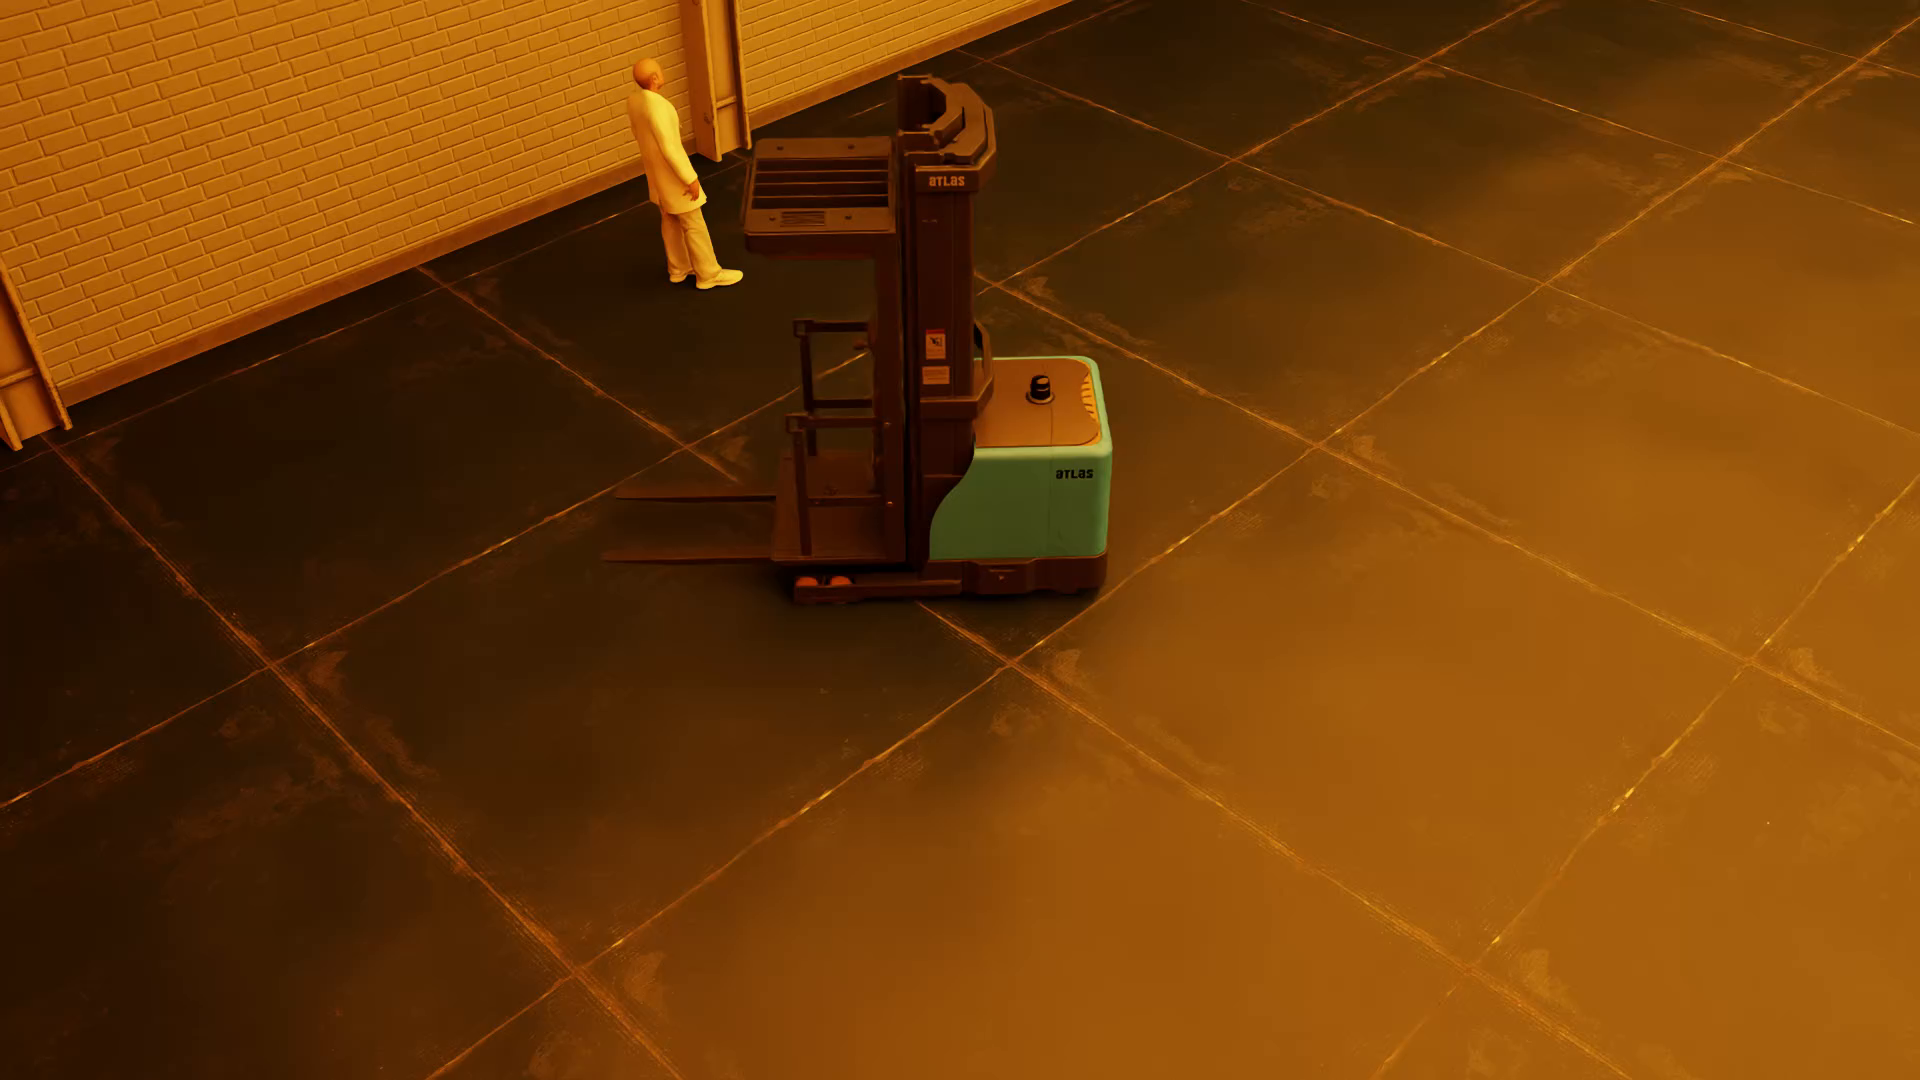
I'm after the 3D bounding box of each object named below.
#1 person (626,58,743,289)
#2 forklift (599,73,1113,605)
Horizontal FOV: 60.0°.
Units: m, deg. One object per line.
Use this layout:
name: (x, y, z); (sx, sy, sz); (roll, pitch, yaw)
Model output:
person: (-2.075, -2.752, 12.379); (0.582, 1.777, 0.698); (-24, 45, -26)
forklift: (-0.651, -1.092, 9.437); (3.031, 2.935, 1.130); (-1, 39, -2)
